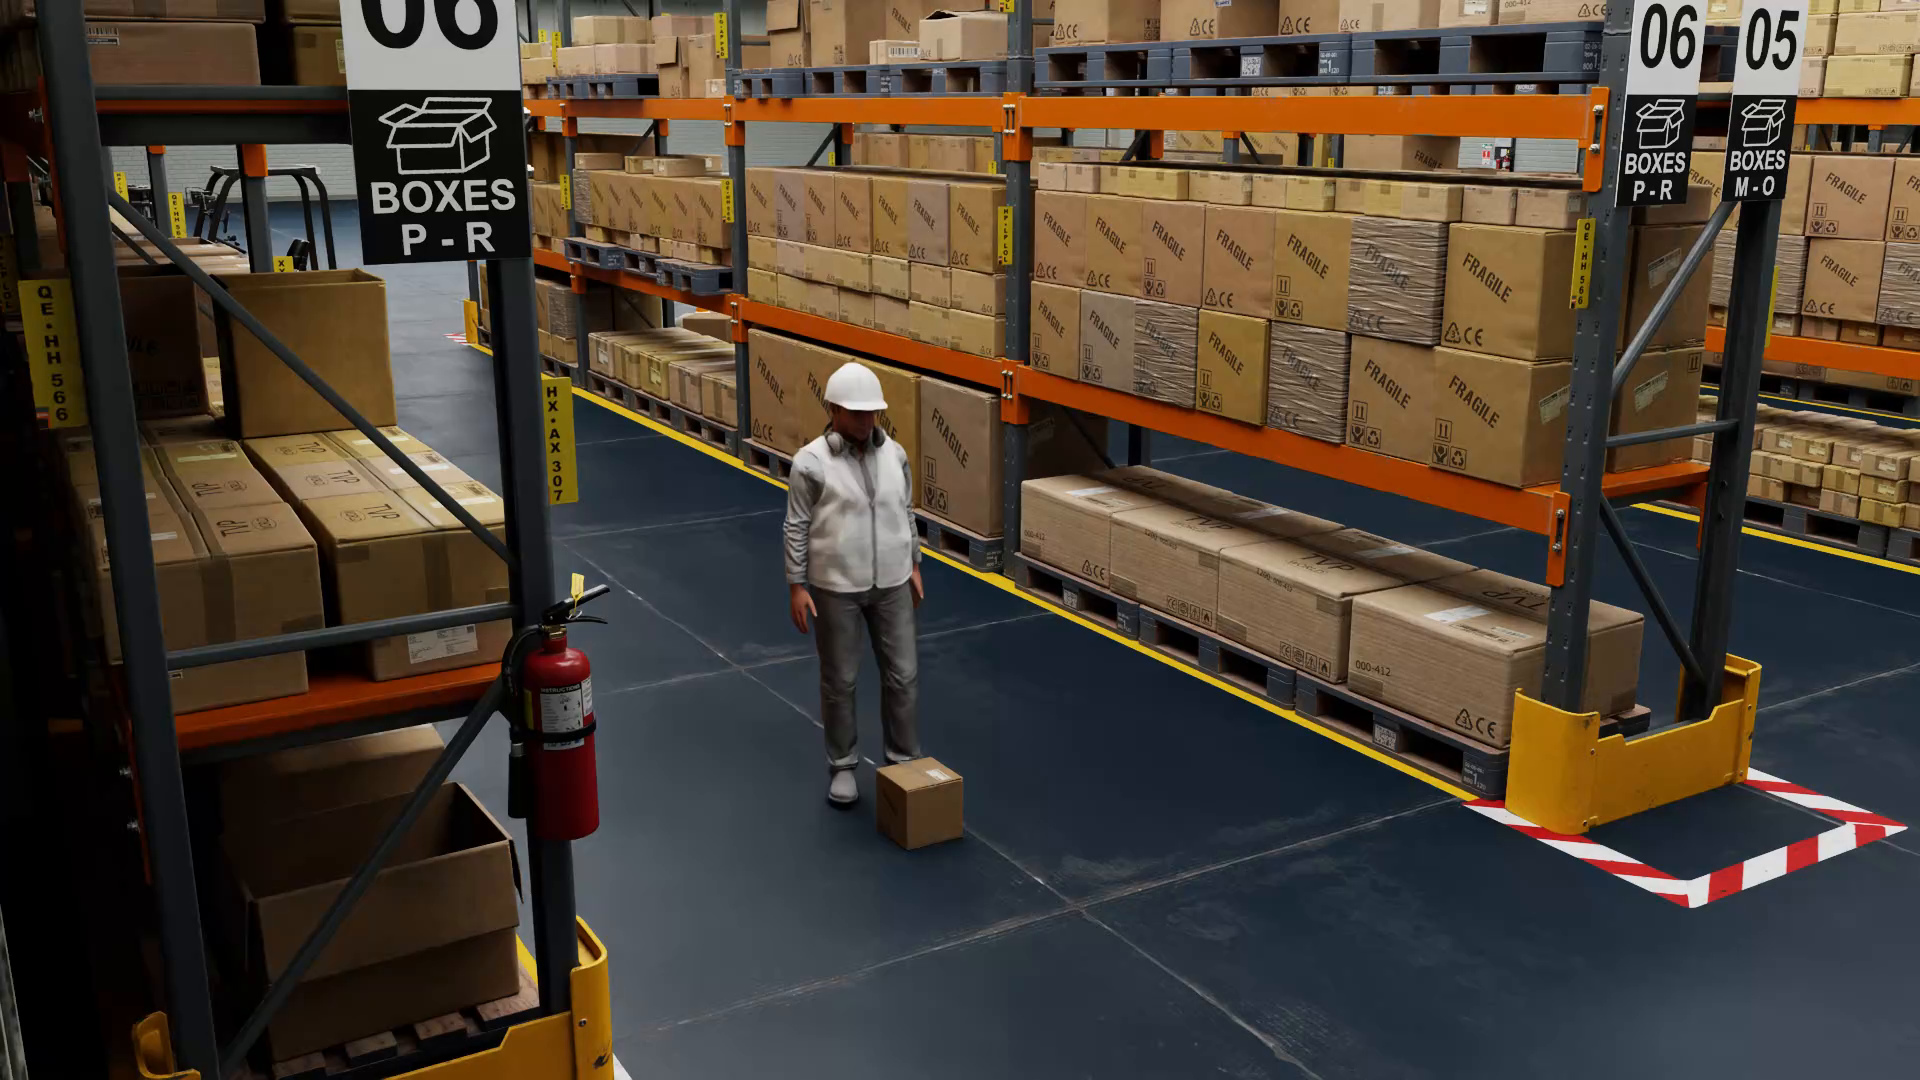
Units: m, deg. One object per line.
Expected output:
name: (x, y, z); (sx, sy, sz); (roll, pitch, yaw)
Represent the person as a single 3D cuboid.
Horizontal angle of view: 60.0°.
person: (-0.371, 0.199, 6.643); (0.600, 1.794, 0.516); (-7, 16, -25)
